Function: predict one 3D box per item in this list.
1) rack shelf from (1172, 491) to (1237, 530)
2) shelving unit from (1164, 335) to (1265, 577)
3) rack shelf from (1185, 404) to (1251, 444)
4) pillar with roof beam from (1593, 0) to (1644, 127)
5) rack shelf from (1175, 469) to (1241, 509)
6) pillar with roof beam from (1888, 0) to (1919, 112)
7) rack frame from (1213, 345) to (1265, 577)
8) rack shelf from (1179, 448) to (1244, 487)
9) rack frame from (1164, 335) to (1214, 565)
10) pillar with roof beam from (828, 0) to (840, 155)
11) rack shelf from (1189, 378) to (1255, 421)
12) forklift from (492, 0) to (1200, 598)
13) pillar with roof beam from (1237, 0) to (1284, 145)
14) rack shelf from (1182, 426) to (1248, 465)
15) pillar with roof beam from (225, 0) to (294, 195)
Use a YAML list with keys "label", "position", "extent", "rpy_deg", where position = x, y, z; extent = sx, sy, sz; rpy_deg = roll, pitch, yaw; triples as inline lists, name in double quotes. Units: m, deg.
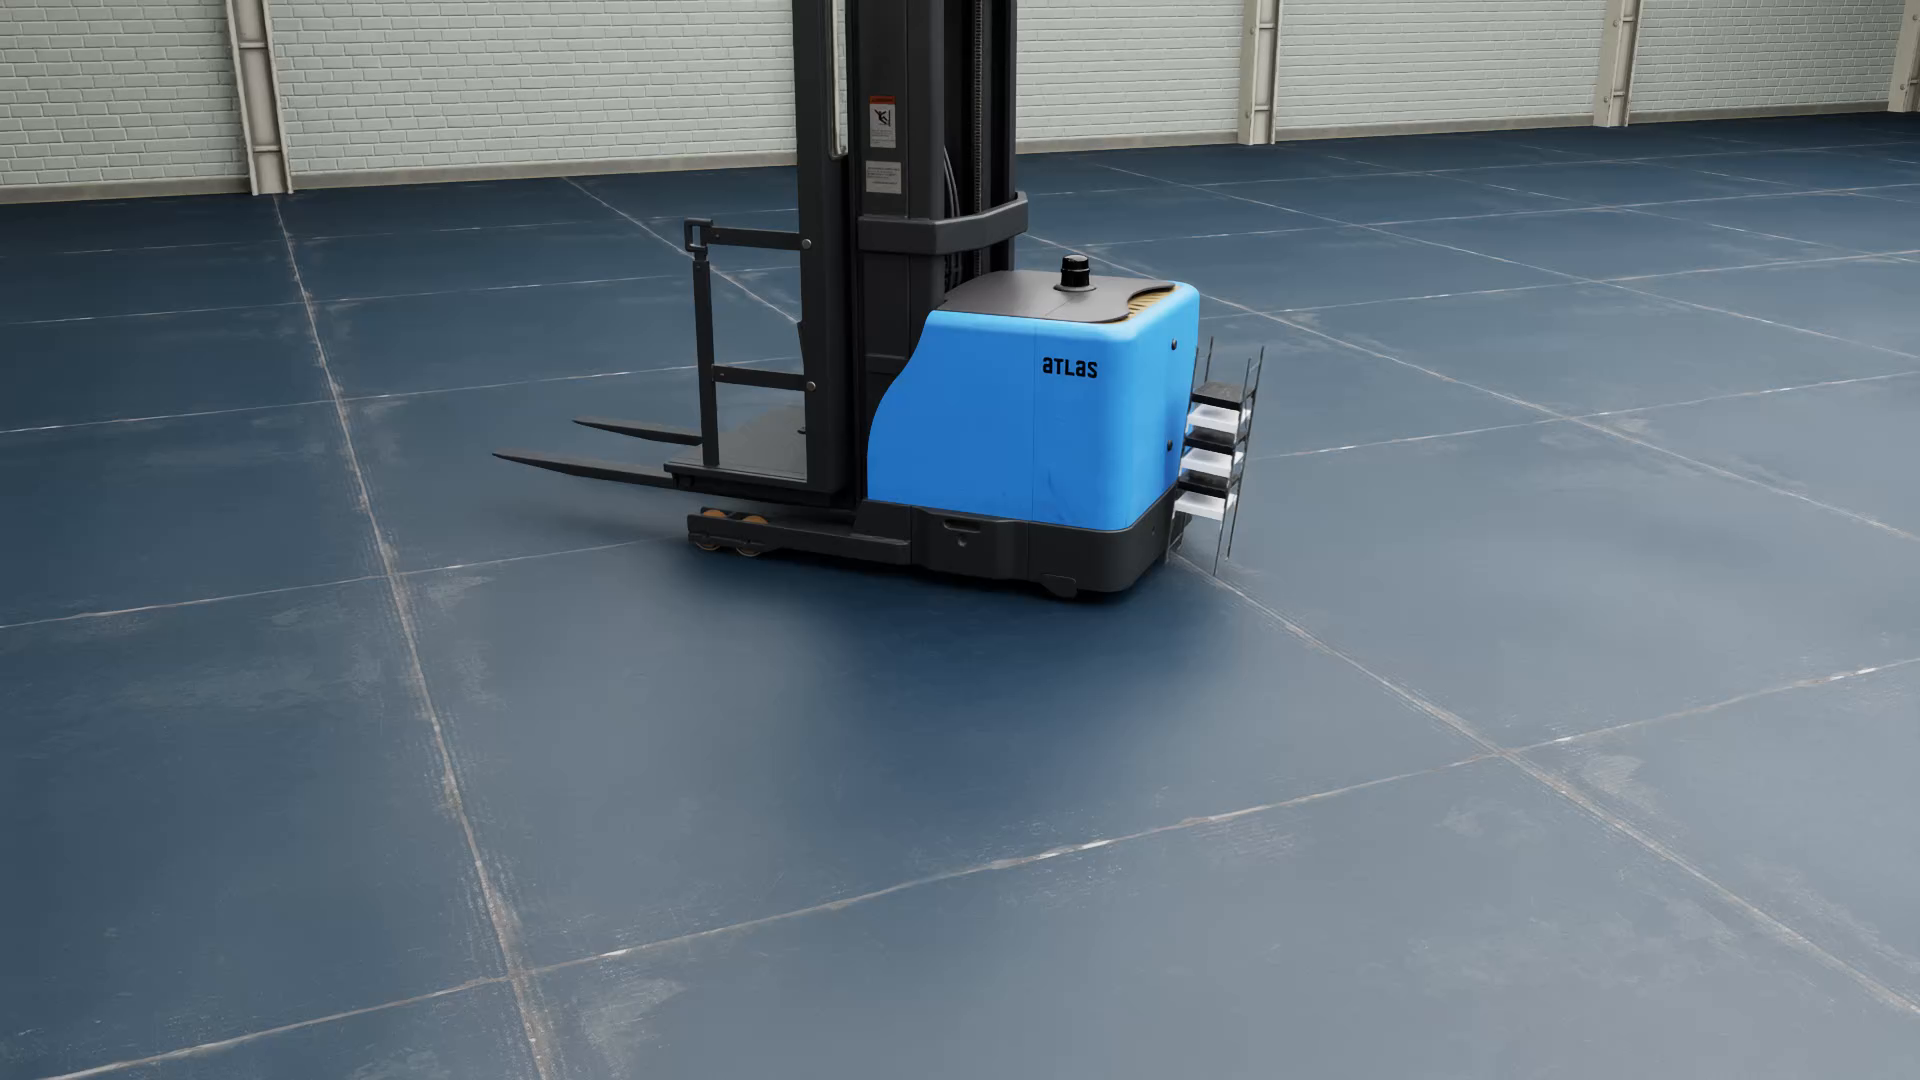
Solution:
- label: "rack shelf"
  position: [0.984, -0.134, 6.660]
  extent: [0.200, 0.077, 0.258]
  rpy_deg: [14, 23, 19]
- label: "shelving unit"
  position: [1.004, -0.331, 6.582]
  extent: [0.210, 0.900, 0.258]
  rpy_deg: [14, 23, 19]
- label: "rack shelf"
  position: [1.018, -0.467, 6.528]
  extent: [0.200, 0.077, 0.258]
  rpy_deg: [14, 23, 19]
- label: "pillar with roof beam"
  position: [11.085, -8.914, 18.790]
  extent: [0.400, 9.000, 9.100]
  rpy_deg: [-8, 21, -22]
- label: "rack shelf"
  position: [0.993, -0.217, 6.627]
  extent: [0.200, 0.077, 0.258]
  rpy_deg: [14, 23, 19]
- label: "pillar with roof beam"
  position: [16.594, -9.704, 21.032]
  extent: [0.400, 9.000, 9.100]
  rpy_deg: [-8, 21, -22]
- label: "rack frame"
  position: [1.098, -0.308, 6.548]
  extent: [0.006, 0.900, 0.240]
  rpy_deg: [14, 23, 19]
- label: "rack shelf"
  position: [1.001, -0.300, 6.594]
  extent: [0.200, 0.077, 0.258]
  rpy_deg: [14, 23, 19]
- label: "rack frame"
  position: [0.911, -0.354, 6.615]
  extent: [0.006, 0.900, 0.240]
  rpy_deg: [14, 23, 19]
- label: "pillar with roof beam"
  position: [0.066, -7.336, 14.307]
  extent: [0.400, 9.000, 9.100]
  rpy_deg: [-8, 21, -22]
- label: "rack shelf"
  position: [1.027, -0.550, 6.495]
  extent: [0.200, 0.077, 0.258]
  rpy_deg: [14, 23, 19]
- label: "forklift"
  position: [-0.579, -1.465, 6.769]
  extent: [3.031, 2.935, 1.130]
  rpy_deg: [8, 21, 22]
- label: "pillar with roof beam"
  position: [5.575, -8.125, 16.549]
  extent: [0.400, 9.000, 9.100]
  rpy_deg: [-8, 21, -22]
- label: "rack shelf"
  position: [1.010, -0.384, 6.561]
  extent: [0.200, 0.077, 0.258]
  rpy_deg: [14, 23, 19]
- label: "pillar with roof beam"
  position: [-5.443, -6.546, 12.065]
  extent: [0.400, 9.000, 9.100]
  rpy_deg: [-8, 21, -22]
